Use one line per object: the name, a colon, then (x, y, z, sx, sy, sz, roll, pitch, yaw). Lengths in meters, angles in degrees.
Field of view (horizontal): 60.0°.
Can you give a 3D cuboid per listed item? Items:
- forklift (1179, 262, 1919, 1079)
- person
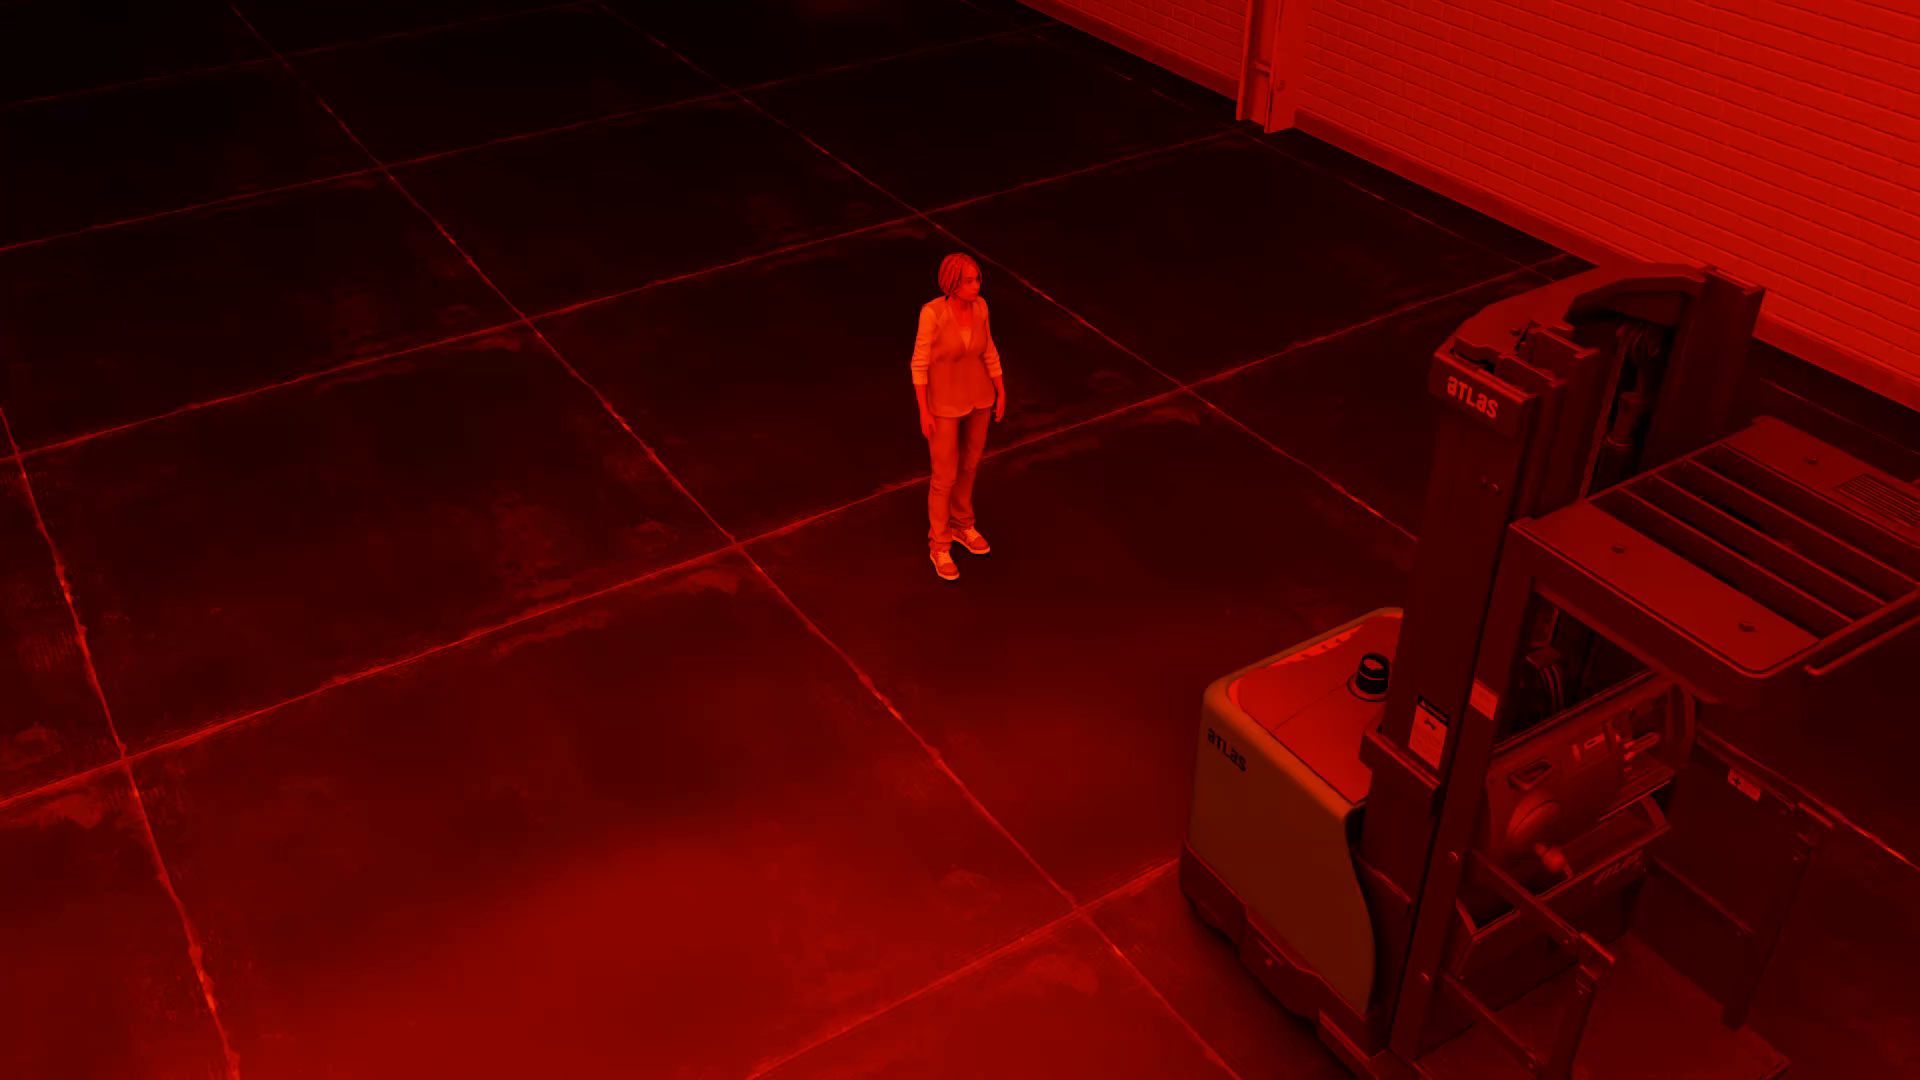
forklift: (2.082, 0.781, 5.037, 1.130, 2.935, 3.031, -20, 40, -26)
person: (0.028, -0.620, 8.177, 0.520, 1.597, 0.475, -21, 40, -27)
